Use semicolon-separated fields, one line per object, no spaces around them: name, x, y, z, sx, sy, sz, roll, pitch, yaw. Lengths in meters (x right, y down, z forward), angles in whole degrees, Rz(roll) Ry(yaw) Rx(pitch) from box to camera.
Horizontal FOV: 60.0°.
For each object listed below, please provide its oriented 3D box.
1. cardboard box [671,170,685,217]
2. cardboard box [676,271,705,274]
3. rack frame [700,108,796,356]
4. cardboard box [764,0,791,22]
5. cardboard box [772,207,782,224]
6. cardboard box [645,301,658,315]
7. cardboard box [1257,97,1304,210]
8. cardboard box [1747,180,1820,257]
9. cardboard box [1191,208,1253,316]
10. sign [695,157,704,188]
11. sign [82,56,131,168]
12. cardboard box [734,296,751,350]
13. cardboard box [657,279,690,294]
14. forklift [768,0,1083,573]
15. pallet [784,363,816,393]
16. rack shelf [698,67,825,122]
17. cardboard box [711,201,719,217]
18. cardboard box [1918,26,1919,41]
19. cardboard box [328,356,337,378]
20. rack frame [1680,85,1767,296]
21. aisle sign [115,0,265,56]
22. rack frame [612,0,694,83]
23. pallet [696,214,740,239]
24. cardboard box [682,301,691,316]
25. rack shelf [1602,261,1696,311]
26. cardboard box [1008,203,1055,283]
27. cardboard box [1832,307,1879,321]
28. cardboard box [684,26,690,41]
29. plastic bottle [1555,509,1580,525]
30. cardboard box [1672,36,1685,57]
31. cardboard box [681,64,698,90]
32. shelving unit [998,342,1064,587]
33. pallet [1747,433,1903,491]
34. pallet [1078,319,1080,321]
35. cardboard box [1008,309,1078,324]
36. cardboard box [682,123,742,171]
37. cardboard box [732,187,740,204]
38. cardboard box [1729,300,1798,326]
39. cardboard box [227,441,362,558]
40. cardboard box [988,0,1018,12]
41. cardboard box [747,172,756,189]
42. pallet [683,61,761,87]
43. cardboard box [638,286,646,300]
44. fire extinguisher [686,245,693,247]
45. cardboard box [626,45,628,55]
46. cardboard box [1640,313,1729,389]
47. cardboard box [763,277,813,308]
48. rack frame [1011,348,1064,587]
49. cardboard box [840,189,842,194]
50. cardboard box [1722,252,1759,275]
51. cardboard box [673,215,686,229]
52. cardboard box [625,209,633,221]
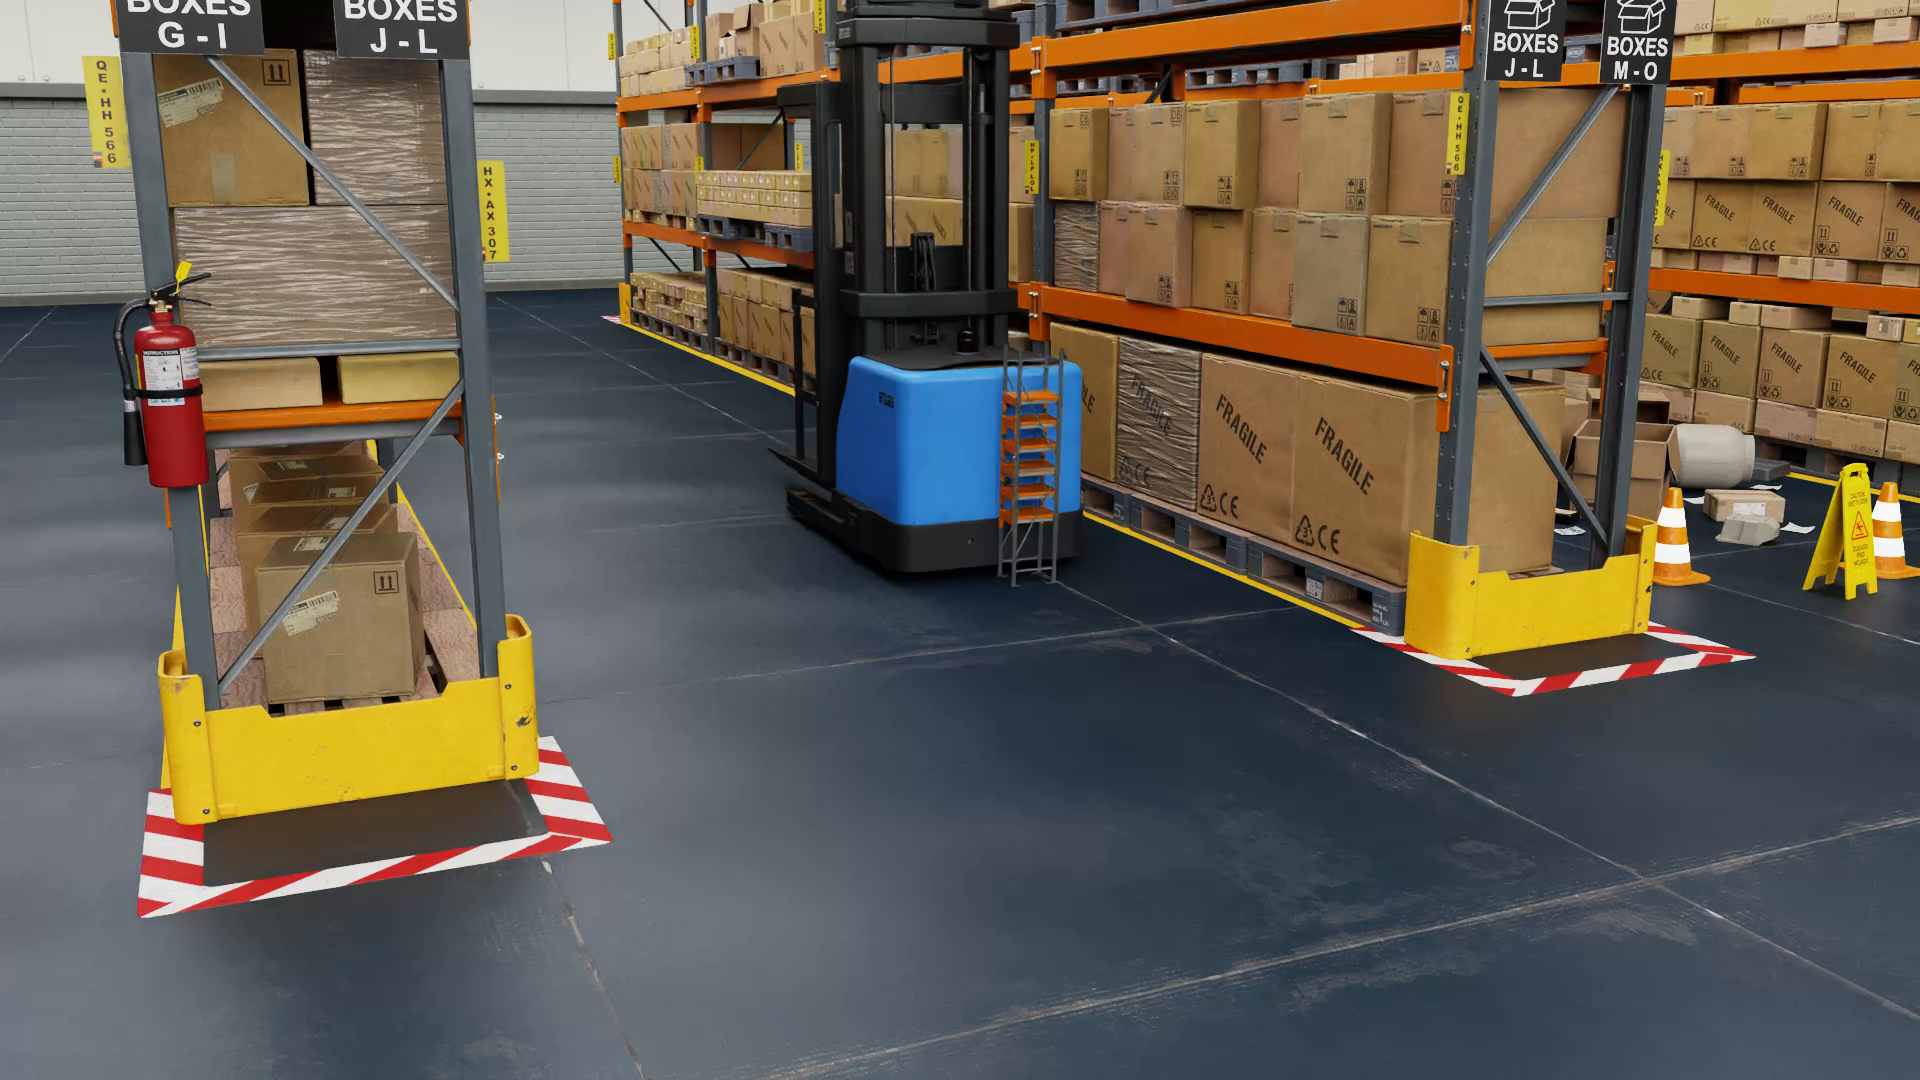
cardboard box;-2.917;-3.889;18.638;0.500;0.500;0.500;-6;14;-25
cardboard box;-3.416;-3.359;21.302;0.380;0.149;0.250;-5;14;-22
rack frame;-2.258;-3.513;17.898;1.000;3.000;0.127;-6;14;-23
cardboard box;-1.590;-4.894;15.291;0.396;0.266;0.258;-6;14;-23
cardboard box;-1.475;-2.934;15.021;0.380;0.149;0.250;-5;14;-22
cardboard box;-3.656;-2.858;20.458;0.380;0.149;0.250;-5;14;-22
cardboard box;2.031;-1.947;8.401;0.875;0.550;0.550;-6;14;-23
cardboard box;5.774;-2.200;11.340;0.500;0.500;0.500;-6;14;-23
cardboard box;1.759;-1.524;8.971;0.875;0.550;0.500;-6;14;-23
sign;-2.752;-3.885;17.581;0.100;0.325;0.005;-6;14;-23
sign;-2.552;-1.279;4.975;0.100;0.325;0.005;-6;14;-23
cardboard box;-1.991;-2.214;16.897;0.500;0.500;0.500;-5;14;-20
cardboard box;-3.416;-3.036;19.908;0.380;0.149;0.250;-5;14;-22
forklift;-0.388;-1.547;9.555;1.130;2.935;3.031;-5;14;-22
pallet;-0.967;-1.490;15.340;1.003;0.211;1.213;-6;14;-23
rack shelf;-1.457;-4.211;15.855;1.077;0.370;4.000;-6;14;-23
cardboard box;-2.308;-3.364;16.878;0.380;0.149;0.250;-6;14;-23
cardboard box;6.158;-3.157;10.261;0.380;0.149;0.250;-6;14;-25
cardboard box;-2.220;-0.721;6.391;0.380;0.149;0.250;-6;14;-23
rack frame;8.386;-3.604;18.289;1.000;3.000;0.127;-6;14;-23
aisle sign;-2.286;-1.834;4.875;0.394;0.787;0.004;-6;14;-23
rack frame;-3.860;-7.263;20.792;1.000;3.000;0.127;-6;14;-23
pallet;-2.085;-3.249;17.180;1.003;0.211;1.213;-6;14;-23
cardboard box;-2.918;-2.619;18.764;0.380;0.149;0.250;-6;14;-25
rack shelf;4.641;-2.391;14.645;1.077;0.370;4.000;-6;14;-23
cardboard box;0.493;-1.993;11.107;0.500;0.500;0.500;-6;14;-23
cardboard box;9.162;-2.248;16.767;0.875;0.625;0.625;-6;14;-25
cardboard box;-2.749;-5.433;17.880;0.380;0.149;0.250;-5;14;-22
plastic bottle;3.520;-0.150;9.881;0.133;0.061;0.283;-12;18;-42
cardboard box;5.341;-3.580;12.091;0.380;0.149;0.250;-6;14;-24
cardboard box;-2.702;-4.979;17.909;0.500;0.250;0.500;-5;14;-22
shelving unit;0.350;-0.374;8.304;0.258;1.200;0.189;-5;17;-20
pallet;6.236;-0.582;11.416;1.003;0.211;1.213;-6;14;-23
pallet;2.004;-2.787;20.943;1.003;0.211;1.213;-6;14;-23
cardboard box;0.233;-1.289;12.344;1.050;0.750;0.750;-6;14;-23
cardboard box;-2.694;-4.267;18.054;0.500;0.500;0.500;-6;14;-25
cardboard box;-1.991;-3.347;16.145;0.380;0.149;0.250;-6;14;-24
cardboard box;5.634;-1.591;11.658;0.380;0.149;0.250;-5;14;-21
cardboard box;-3.278;-0.216;8.264;0.500;0.500;0.500;-1;13;-5
cardboard box;0.251;-3.737;11.393;0.500;0.250;0.500;-6;14;-23
cardboard box;-1.788;-3.386;15.655;0.380;0.149;0.250;-5;14;-20
pallet;-2.108;-4.746;16.988;1.213;0.211;1.003;-6;14;-23
cardboard box;-3.827;-3.107;20.875;0.380;0.149;0.250;-6;14;-23
fire extinguisher;-3.538;-4.214;21.924;0.296;0.674;0.183;-6;14;-23
cardboard box;-3.939;-6.078;20.668;0.380;0.149;0.250;-6;14;-23
cardboard box;5.431;-1.413;12.324;0.500;0.500;0.500;-5;14;-20
cardboard box;-1.571;-2.366;15.892;0.500;0.250;0.500;-5;14;-22
rack frame;0.383;-0.349;8.222;0.240;1.200;0.006;-5;17;-20
cardboard box;-0.885;-3.143;15.263;0.380;0.149;0.250;-6;14;-25
cardboard box;5.624;-1.958;11.735;0.380;0.149;0.250;-5;14;-21
cardboard box;-3.059;-3.642;19.009;0.380;0.149;0.250;-6;14;-25
cardboard box;-4.031;-4.121;21.080;0.380;0.149;0.250;-6;14;-23
